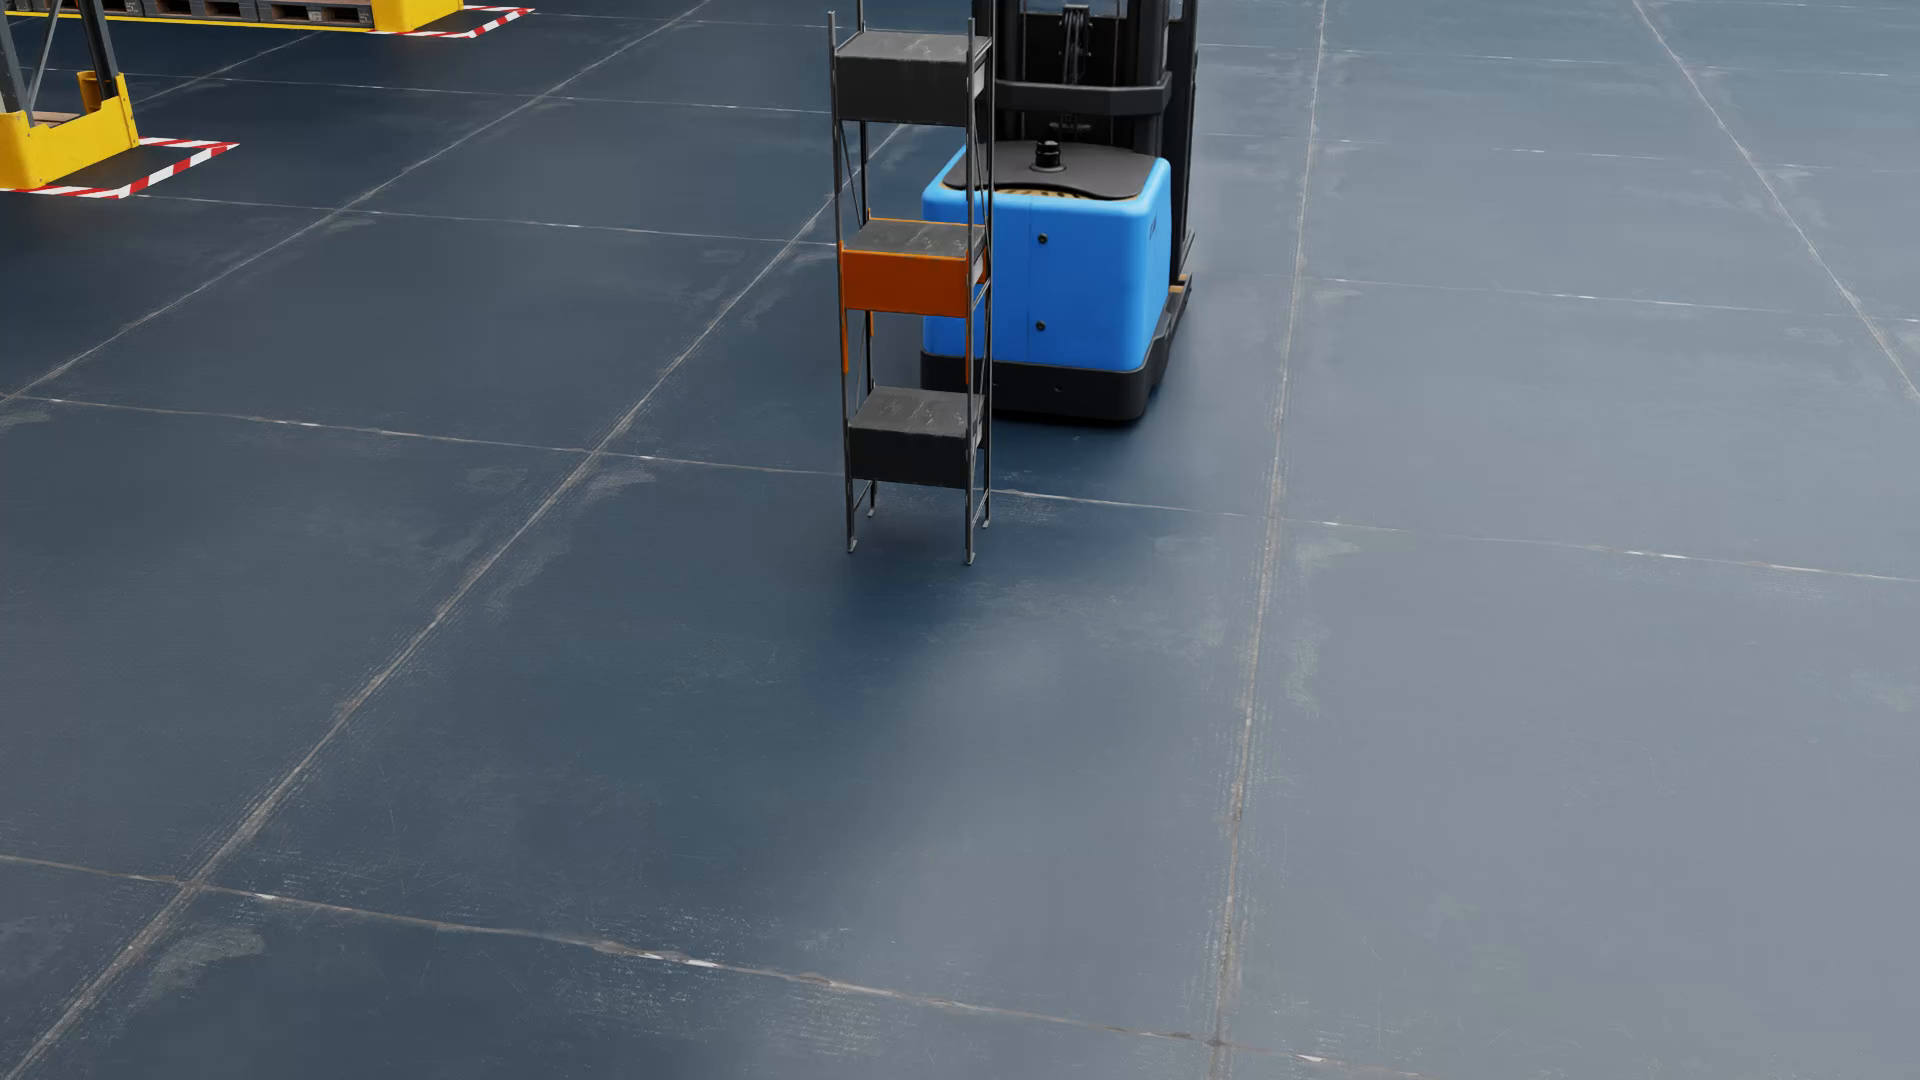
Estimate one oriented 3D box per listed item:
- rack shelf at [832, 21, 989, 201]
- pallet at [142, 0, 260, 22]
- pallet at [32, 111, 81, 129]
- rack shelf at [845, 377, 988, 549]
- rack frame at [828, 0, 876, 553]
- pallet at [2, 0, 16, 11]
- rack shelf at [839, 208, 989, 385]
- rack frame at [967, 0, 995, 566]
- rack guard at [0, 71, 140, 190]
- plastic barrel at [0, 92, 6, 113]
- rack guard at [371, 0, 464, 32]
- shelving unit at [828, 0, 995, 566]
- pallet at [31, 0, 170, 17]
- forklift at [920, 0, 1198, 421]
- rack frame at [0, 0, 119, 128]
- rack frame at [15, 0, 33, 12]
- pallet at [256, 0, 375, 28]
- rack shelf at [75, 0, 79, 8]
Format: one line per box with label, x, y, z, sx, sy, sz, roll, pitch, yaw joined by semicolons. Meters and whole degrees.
rack shelf;-0.162;-1.540;5.947;0.480;0.518;0.431;6;29;11
pallet;-7.094;-5.258;16.134;1.213;0.211;1.003;6;29;11
pallet;-6.955;-2.772;11.594;1.213;0.211;1.003;6;29;11
rack shelf;-0.162;-0.312;6.619;0.480;0.518;0.431;6;29;11
rack frame;-0.401;-0.962;6.321;0.015;2.100;0.400;6;29;11
pallet;-9.716;-5.507;16.590;1.213;0.211;1.003;6;29;11
rack shelf;-0.162;-0.926;6.283;0.480;0.518;0.431;6;29;11
rack frame;0.077;-0.913;6.231;0.015;2.100;0.400;6;29;11
rack guard;-6.161;-2.815;11.371;0.348;0.500;1.175;6;29;11
plastic barrel;-6.737;-3.049;11.349;0.421;0.512;0.421;0;29;0
rack guard;-5.117;-5.163;15.660;0.348;0.500;1.175;6;29;11
shelving unit;-0.162;-0.938;6.276;0.503;2.100;0.431;6;29;11
pallet;-8.290;-5.379;16.356;1.213;0.211;1.003;6;29;11
forklift;0.654;-2.522;8.304;1.130;2.935;3.031;7;29;12
rack frame;-6.077;-3.926;10.798;0.127;3.000;1.000;6;29;11
rack frame;-8.955;-6.653;15.779;0.127;3.000;1.000;6;29;11
pallet;-5.904;-5.135;15.909;1.213;0.211;1.003;6;29;11
rack shelf;-8.033;-3.811;11.337;4.000;0.370;1.077;6;29;11
